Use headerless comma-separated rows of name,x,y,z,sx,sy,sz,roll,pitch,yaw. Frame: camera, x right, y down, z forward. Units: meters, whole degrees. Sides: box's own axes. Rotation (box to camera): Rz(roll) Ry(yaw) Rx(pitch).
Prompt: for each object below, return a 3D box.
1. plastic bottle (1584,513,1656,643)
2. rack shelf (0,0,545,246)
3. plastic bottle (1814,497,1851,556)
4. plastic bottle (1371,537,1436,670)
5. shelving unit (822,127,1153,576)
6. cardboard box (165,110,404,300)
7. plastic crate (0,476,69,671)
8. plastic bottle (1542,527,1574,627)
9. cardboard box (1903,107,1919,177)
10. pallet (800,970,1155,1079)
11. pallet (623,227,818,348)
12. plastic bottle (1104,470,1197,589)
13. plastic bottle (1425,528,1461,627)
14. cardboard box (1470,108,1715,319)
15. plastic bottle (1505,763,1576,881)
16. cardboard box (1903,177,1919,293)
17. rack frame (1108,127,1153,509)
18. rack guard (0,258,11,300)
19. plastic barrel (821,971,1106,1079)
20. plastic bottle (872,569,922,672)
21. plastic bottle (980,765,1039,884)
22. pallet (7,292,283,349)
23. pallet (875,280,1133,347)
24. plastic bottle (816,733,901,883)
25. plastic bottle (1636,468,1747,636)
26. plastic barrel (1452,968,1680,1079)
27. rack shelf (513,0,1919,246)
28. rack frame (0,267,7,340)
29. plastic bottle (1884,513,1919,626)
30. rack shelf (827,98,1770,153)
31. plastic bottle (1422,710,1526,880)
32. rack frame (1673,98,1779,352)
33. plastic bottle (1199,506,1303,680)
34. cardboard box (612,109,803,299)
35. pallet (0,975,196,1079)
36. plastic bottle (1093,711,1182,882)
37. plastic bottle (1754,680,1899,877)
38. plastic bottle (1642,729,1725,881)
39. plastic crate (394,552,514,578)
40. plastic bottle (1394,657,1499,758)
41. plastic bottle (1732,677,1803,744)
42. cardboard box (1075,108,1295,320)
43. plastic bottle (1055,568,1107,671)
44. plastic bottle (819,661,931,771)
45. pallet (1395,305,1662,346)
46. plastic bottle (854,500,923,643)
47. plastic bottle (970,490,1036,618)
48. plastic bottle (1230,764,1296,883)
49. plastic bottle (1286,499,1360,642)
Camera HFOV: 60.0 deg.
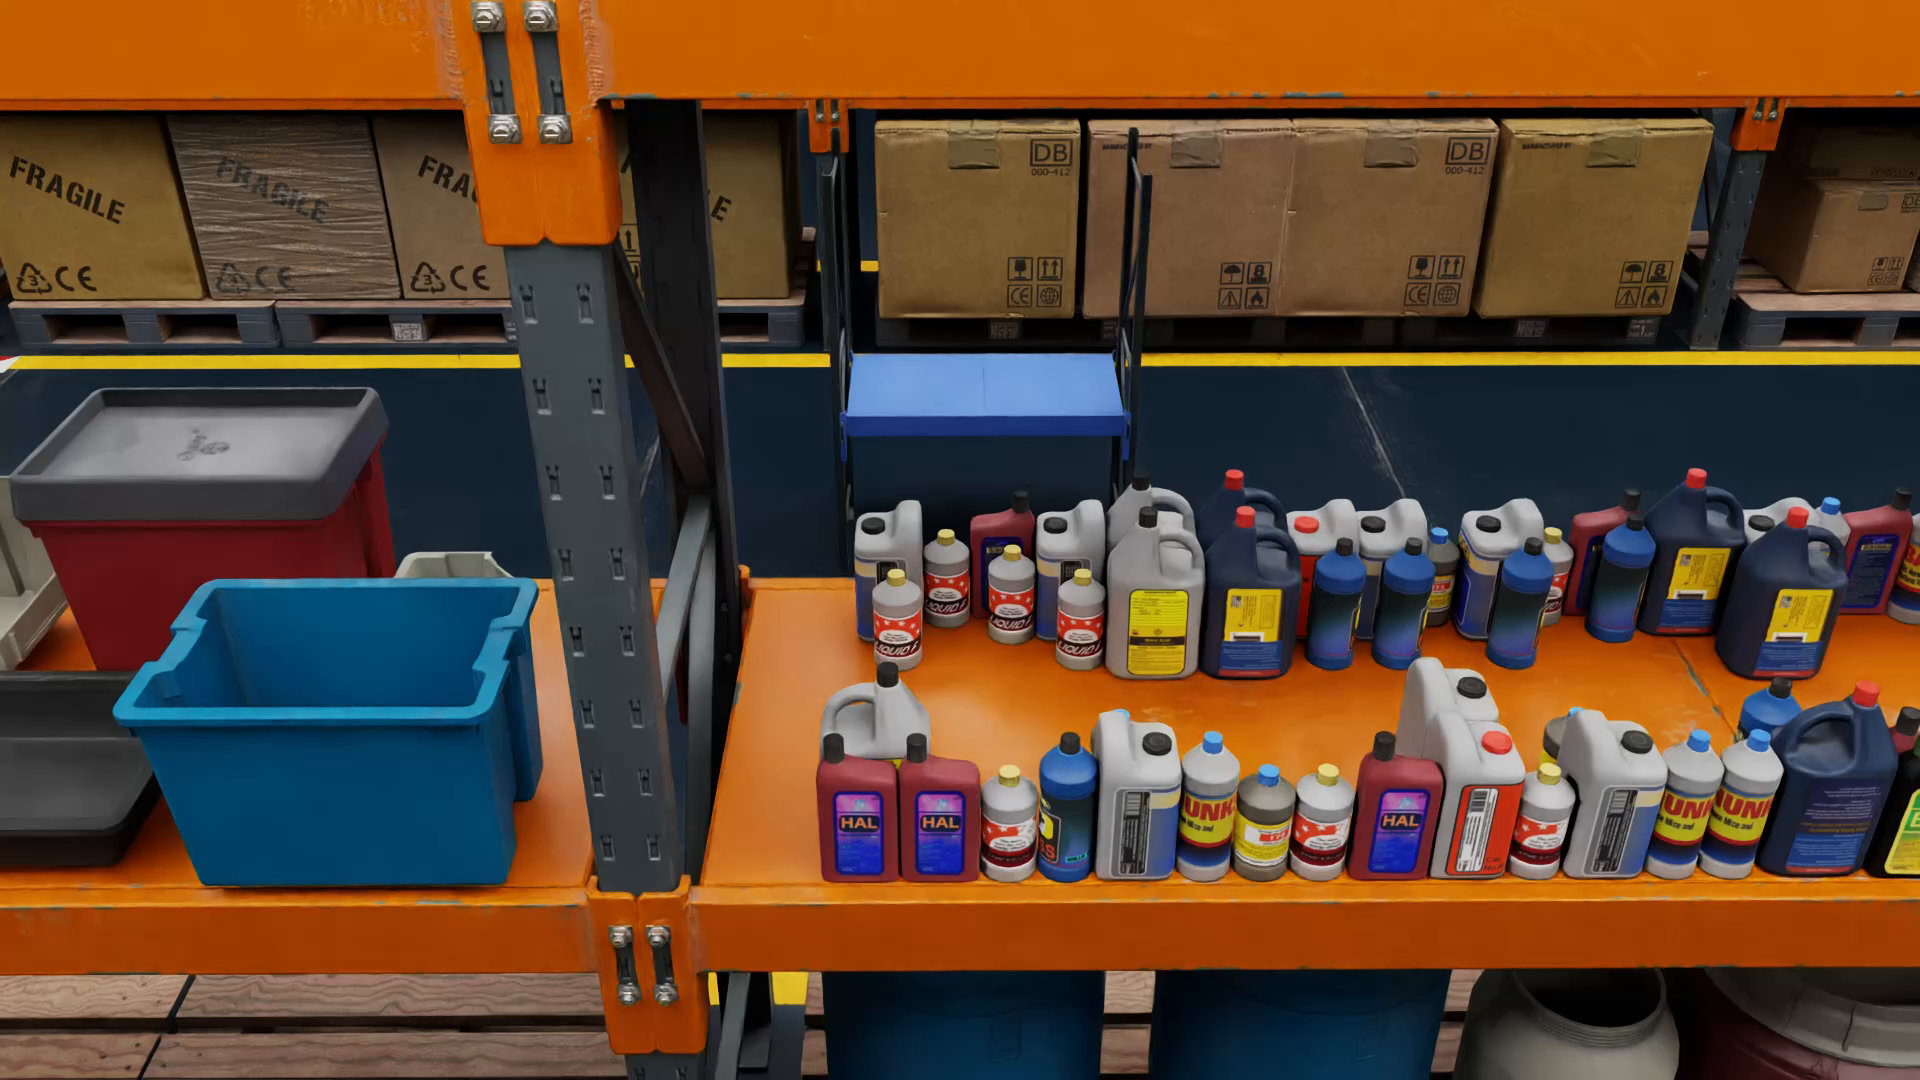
plastic bottle,1.342,0.070,3.367,0.097,0.271,0.097,0,31,0
rack shelf,-2.536,-0.798,2.474,4.000,0.370,1.077,0,31,0
plastic bottle,1.758,0.037,3.421,0.097,0.271,0.097,0,31,0
plastic bottle,0.879,0.119,3.287,0.097,0.271,0.097,0,31,0
shelving unit,0.085,-0.641,5.861,1.048,1.500,0.538,0,31,0
cardboard box,-3.017,-1.703,7.809,0.875,0.875,0.875,0,31,0
plastic crate,-2.064,0.105,3.241,0.530,0.282,0.437,0,31,0
plastic bottle,1.208,0.069,3.437,0.097,0.201,0.097,0,31,0
cardboard box,4.634,-1.875,7.712,0.500,0.250,0.500,3,31,5
pallet,0.236,1.382,3.768,1.213,0.211,1.003,0,31,0
pallet,-1.327,-1.244,8.097,1.213,0.211,1.003,0,31,0
plastic bottle,0.381,0.020,3.374,0.185,0.351,0.144,0,31,0
plastic bottle,0.976,0.069,3.435,0.097,0.201,0.097,0,31,0
cardboard box,2.744,-1.690,7.788,0.875,0.875,1.225,-2,31,-3
plastic bottle,0.971,0.463,2.786,0.097,0.201,0.097,0,31,0
cardboard box,4.658,-1.551,7.900,0.500,0.500,0.700,-3,31,-4
rack frame,0.594,-0.643,5.864,0.032,1.500,0.500,0,31,0
rack guard,-4.590,-1.317,7.938,0.348,0.500,1.175,0,31,0
plastic barrel,0.008,0.896,3.500,0.708,0.901,0.600,0,31,0
plastic bottle,-0.125,0.152,3.300,0.097,0.201,0.097,0,31,0
plastic bottle,0.082,0.466,2.782,0.097,0.201,0.097,0,31,0
pallet,-3.767,-1.236,8.084,1.213,0.211,1.003,0,31,0
pallet,0.205,-1.247,8.102,1.213,0.211,1.003,0,31,0
plastic bottle,-0.167,0.441,2.744,0.133,0.283,0.061,0,31,0
plastic bottle,1.482,0.016,3.379,0.185,0.351,0.144,0,31,0
plastic barrel,1.281,1.105,3.531,0.421,0.512,0.421,0,31,0
rack shelf,1.464,-0.810,2.495,4.000,0.370,1.077,0,31,0
rack frame,-4.566,-2.386,7.290,0.127,3.000,1.000,0,31,0
plastic bottle,1.989,0.036,3.422,0.097,0.271,0.097,0,31,0
rack shelf,1.434,-2.097,7.508,4.000,0.370,1.077,0,31,0
plastic bottle,0.855,0.417,2.790,0.135,0.276,0.152,0,31,0
rack frame,3.434,-2.411,7.331,0.127,3.000,1.000,0,31,0
plastic bottle,0.567,0.094,3.251,0.185,0.351,0.144,0,31,0
cardboard box,-1.227,-1.709,7.818,0.875,0.875,0.875,0,31,0
pallet,-2.494,1.391,3.754,1.213,0.211,1.003,0,31,0
plastic bottle,0.295,0.419,2.787,0.135,0.276,0.152,0,31,0
plastic bottle,1.441,0.386,2.770,0.185,0.351,0.144,0,31,0
plastic bottle,1.203,0.433,2.769,0.097,0.271,0.097,0,31,0
plastic crate,-1.003,0.186,3.249,0.243,0.136,0.396,0,31,0
plastic bottle,0.854,0.339,2.920,0.135,0.276,0.152,0,31,0
plastic bottle,1.397,0.357,2.894,0.097,0.271,0.097,0,31,0
cardboard box,0.967,-1.685,7.779,0.875,0.875,1.225,-1,31,-2
plastic bottle,0.241,0.151,3.302,0.097,0.201,0.097,0,31,0
plastic bottle,-0.142,0.359,2.814,0.185,0.351,0.144,0,31,0
pallet,2.645,-1.255,8.115,1.213,0.211,1.003,0,31,0
plastic bottle,-0.144,0.055,3.387,0.135,0.276,0.152,0,31,0
plastic bottle,0.087,0.028,3.425,0.133,0.283,0.061,0,31,0
plastic bottle,0.508,0.465,2.784,0.097,0.201,0.097,0,31,0
plastic bottle,0.726,0.053,3.391,0.135,0.276,0.152,0,31,0
